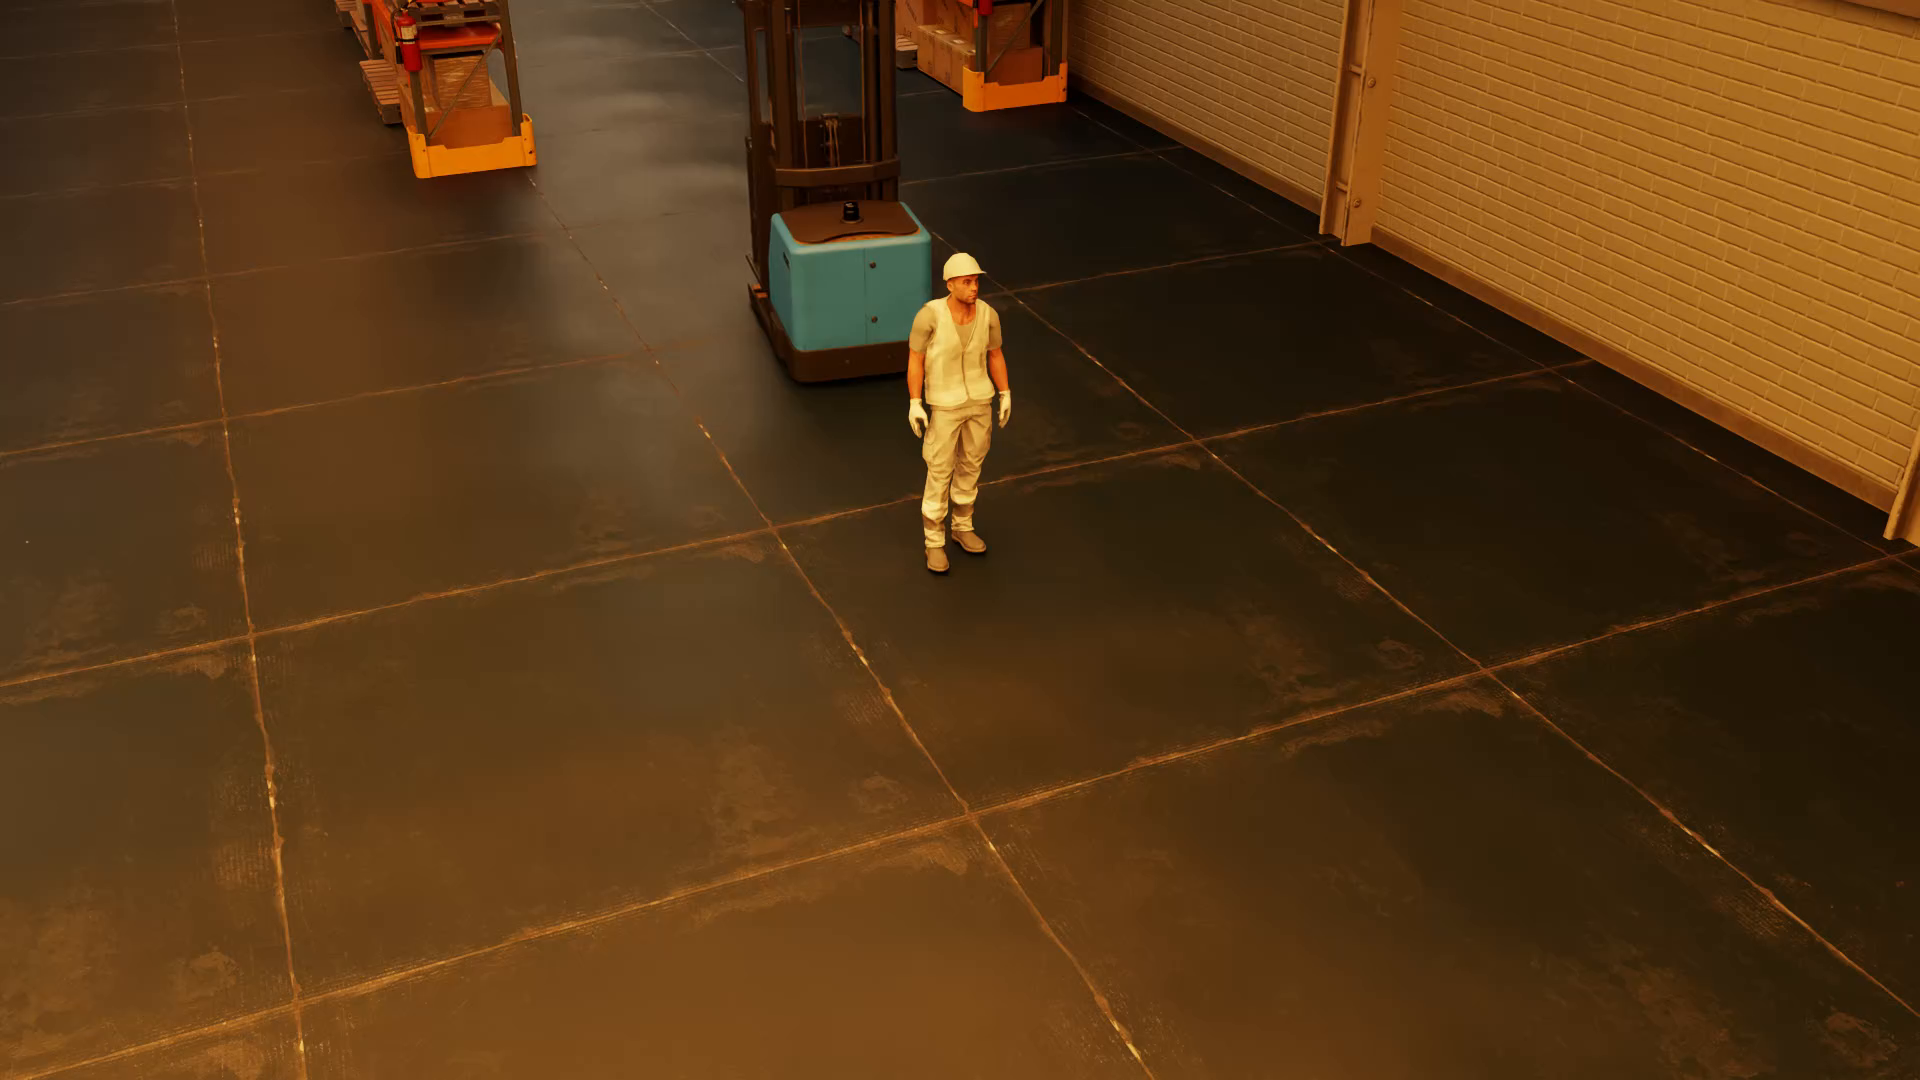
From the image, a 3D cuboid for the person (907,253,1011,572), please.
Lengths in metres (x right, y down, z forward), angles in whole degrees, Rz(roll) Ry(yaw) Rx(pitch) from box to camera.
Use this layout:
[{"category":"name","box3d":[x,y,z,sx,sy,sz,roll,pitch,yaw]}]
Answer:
[{"category":"person","box3d":[0.021,-0.744,9.556,0.637,1.790,0.562,-12,32,-20]}]

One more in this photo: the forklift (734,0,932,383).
[{"category":"forklift","box3d":[-1.074,-3.116,12.569,1.130,2.935,3.031,-8,31,-14]}]
